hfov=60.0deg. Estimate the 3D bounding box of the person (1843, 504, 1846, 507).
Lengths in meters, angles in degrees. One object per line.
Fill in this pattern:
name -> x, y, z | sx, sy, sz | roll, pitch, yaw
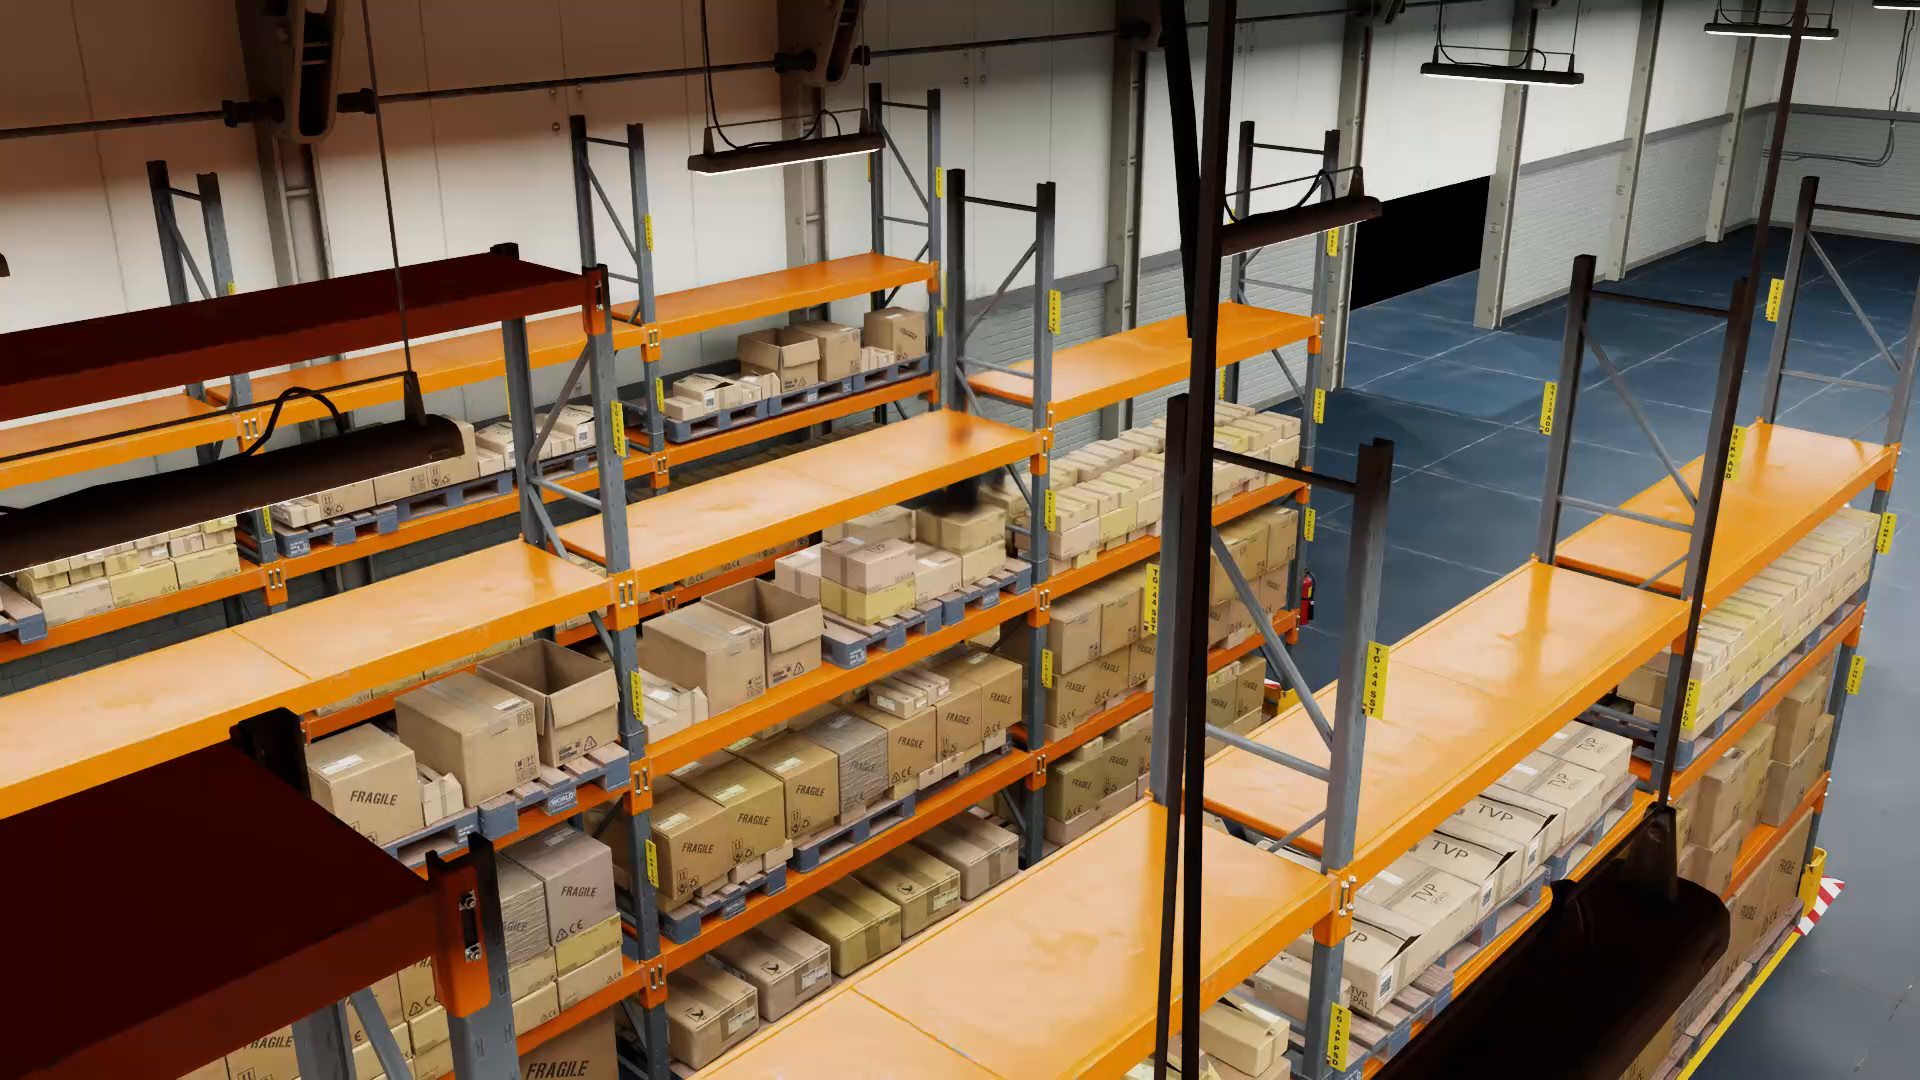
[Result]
person -> 9.913, 0.155, 19.221 | 0.681, 1.836, 0.896 | -2, 21, -5
